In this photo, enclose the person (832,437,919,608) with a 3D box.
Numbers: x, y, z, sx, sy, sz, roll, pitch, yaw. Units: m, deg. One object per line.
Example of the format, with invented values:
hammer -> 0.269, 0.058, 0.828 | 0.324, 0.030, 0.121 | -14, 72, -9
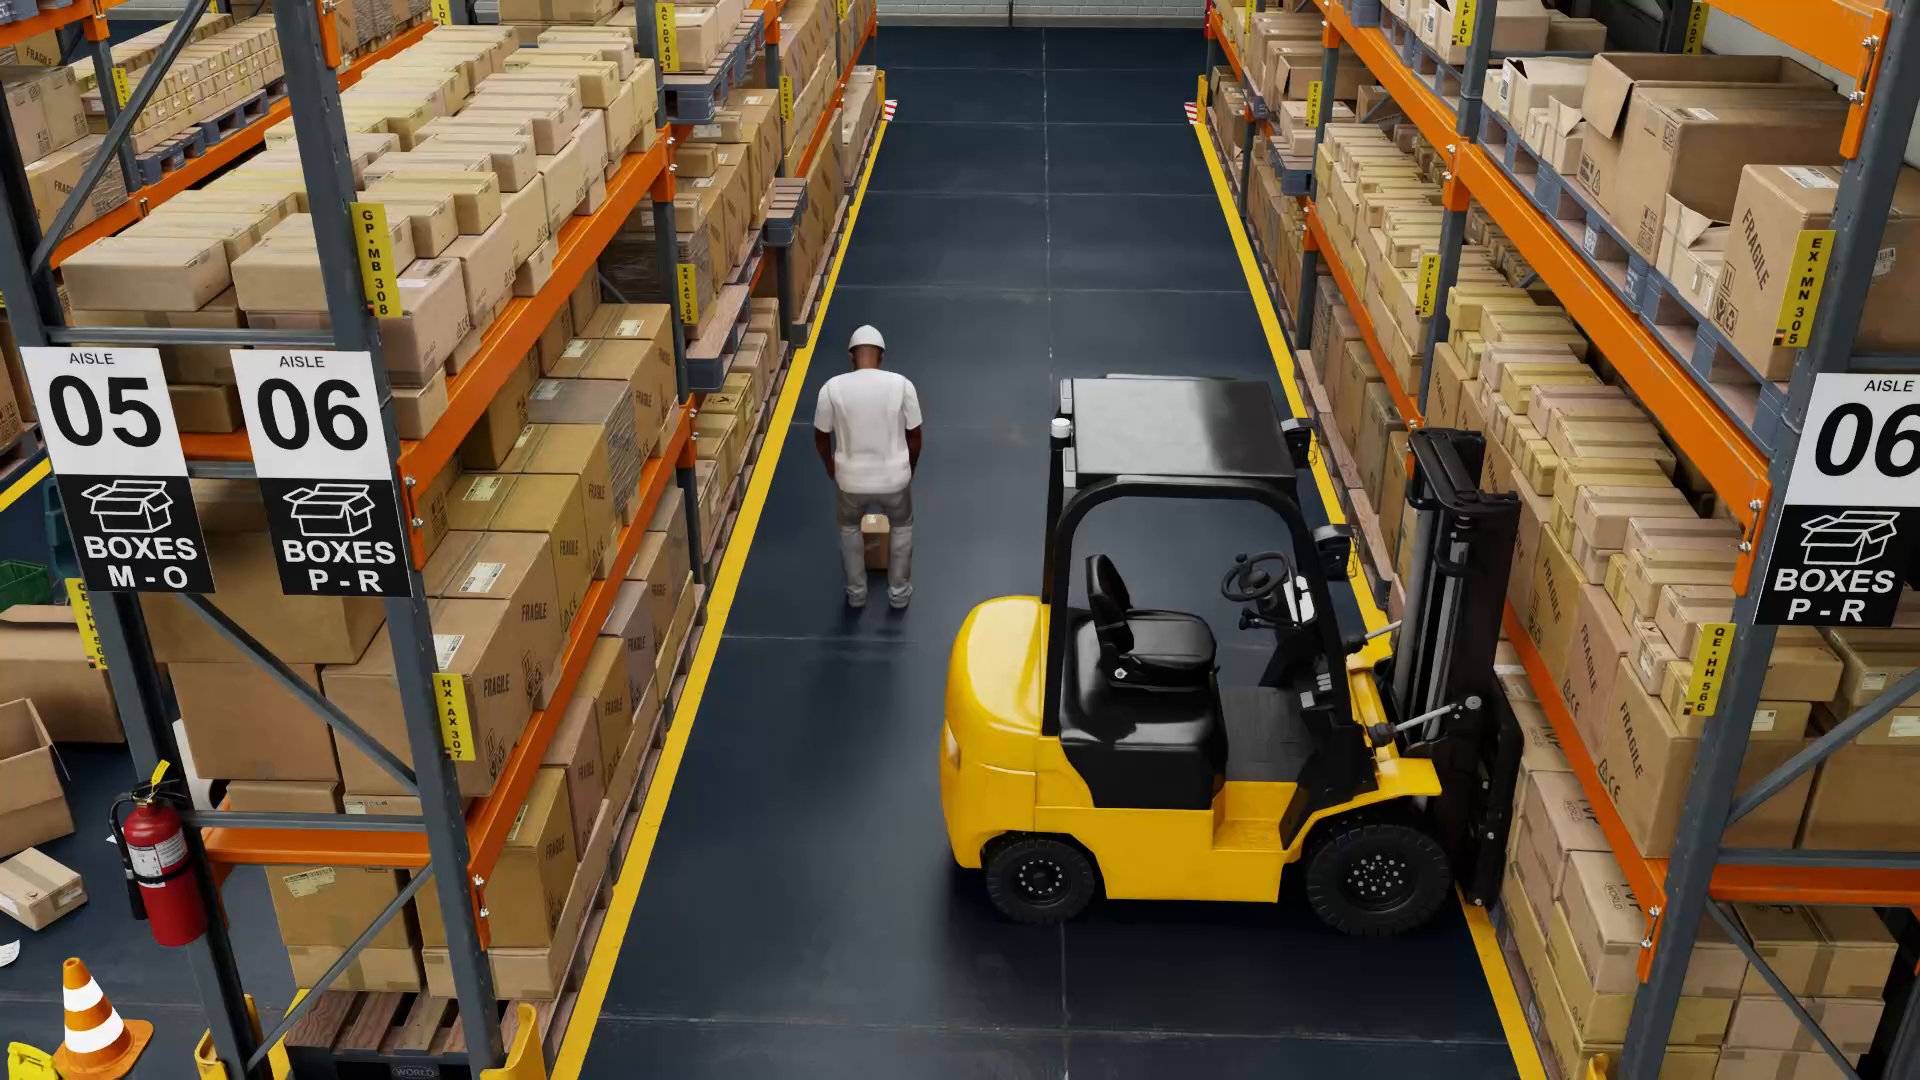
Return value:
person -> -0.495, -0.152, 9.782 | 0.508, 0.925, 0.975 | -1, 28, -2
